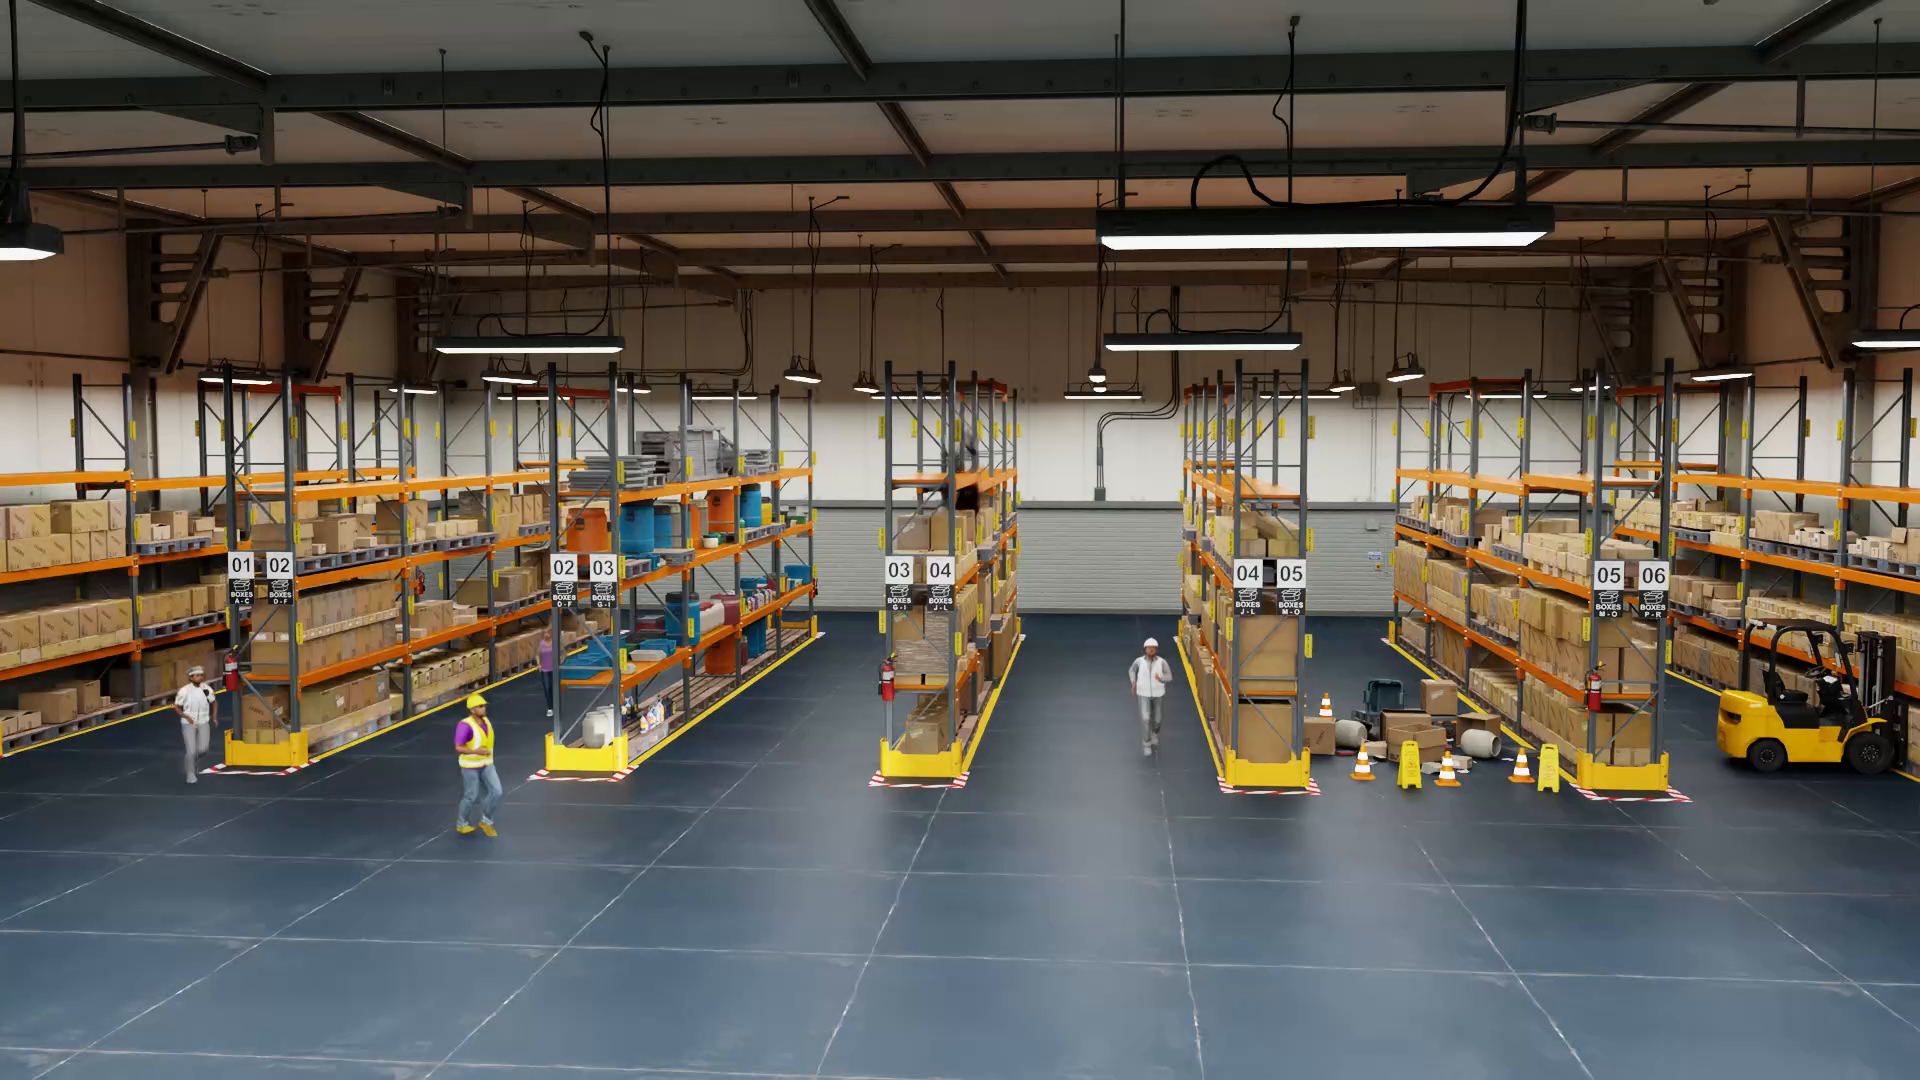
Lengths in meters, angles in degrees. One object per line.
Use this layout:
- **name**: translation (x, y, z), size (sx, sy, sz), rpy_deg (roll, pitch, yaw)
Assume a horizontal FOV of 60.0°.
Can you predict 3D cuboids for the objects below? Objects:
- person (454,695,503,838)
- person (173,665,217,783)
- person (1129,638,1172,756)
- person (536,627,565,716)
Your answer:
- **person**: translation (-5.912, 2.797, 20.377), size (0.733, 1.805, 0.678), rpy_deg (2, 4, 31)
- **person**: translation (-10.898, 2.624, 23.780), size (0.630, 1.662, 0.506), rpy_deg (-3, 5, -41)
- **person**: translation (2.954, 2.399, 25.762), size (0.656, 1.758, 0.970), rpy_deg (0, 4, 2)
- **person**: translation (-7.204, 2.309, 29.246), size (0.517, 1.564, 0.490), rpy_deg (0, 4, 0)
